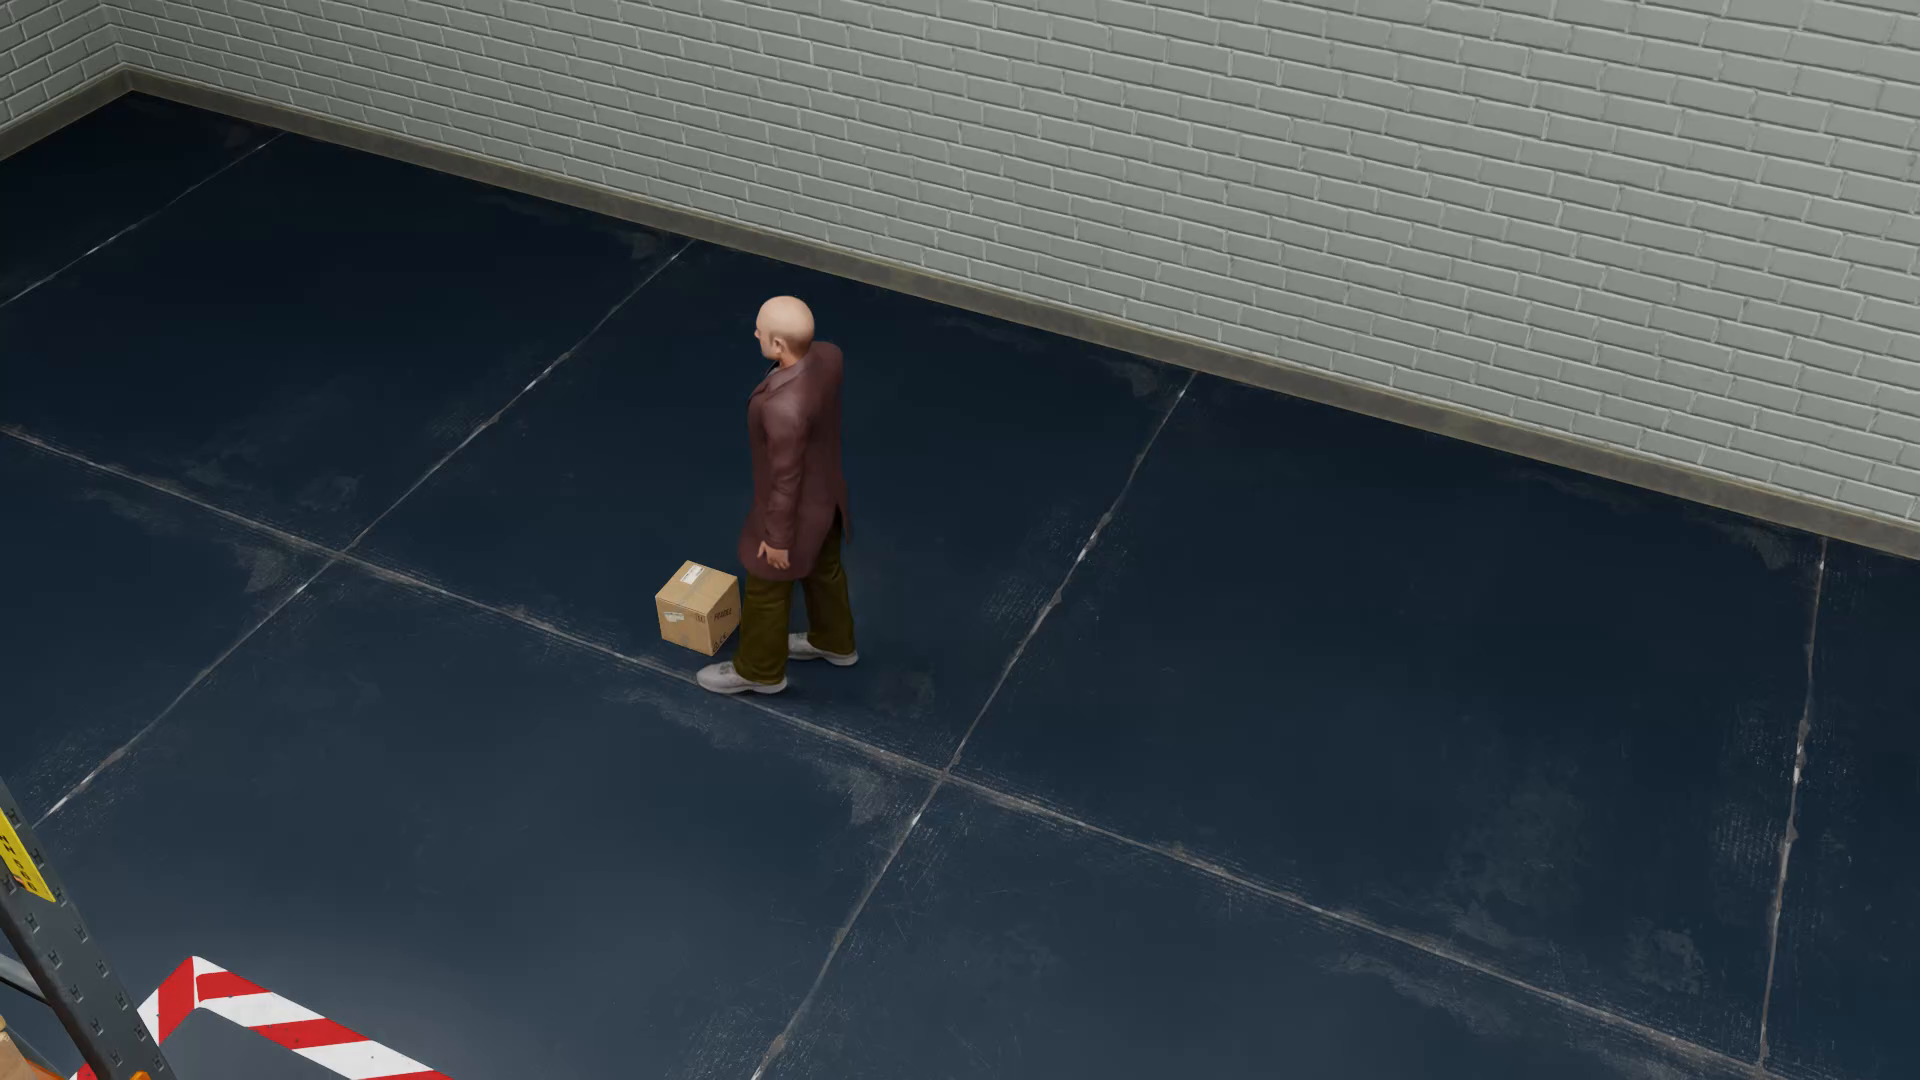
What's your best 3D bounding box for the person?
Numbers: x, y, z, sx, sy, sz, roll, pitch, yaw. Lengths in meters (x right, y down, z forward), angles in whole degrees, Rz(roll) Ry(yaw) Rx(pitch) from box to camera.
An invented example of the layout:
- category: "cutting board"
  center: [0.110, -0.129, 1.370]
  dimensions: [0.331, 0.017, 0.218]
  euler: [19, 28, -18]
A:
- category: "person"
  center: [-0.729, -0.168, 6.340]
  dimensions: [0.597, 1.782, 0.610]
  euler: [11, 43, 12]
